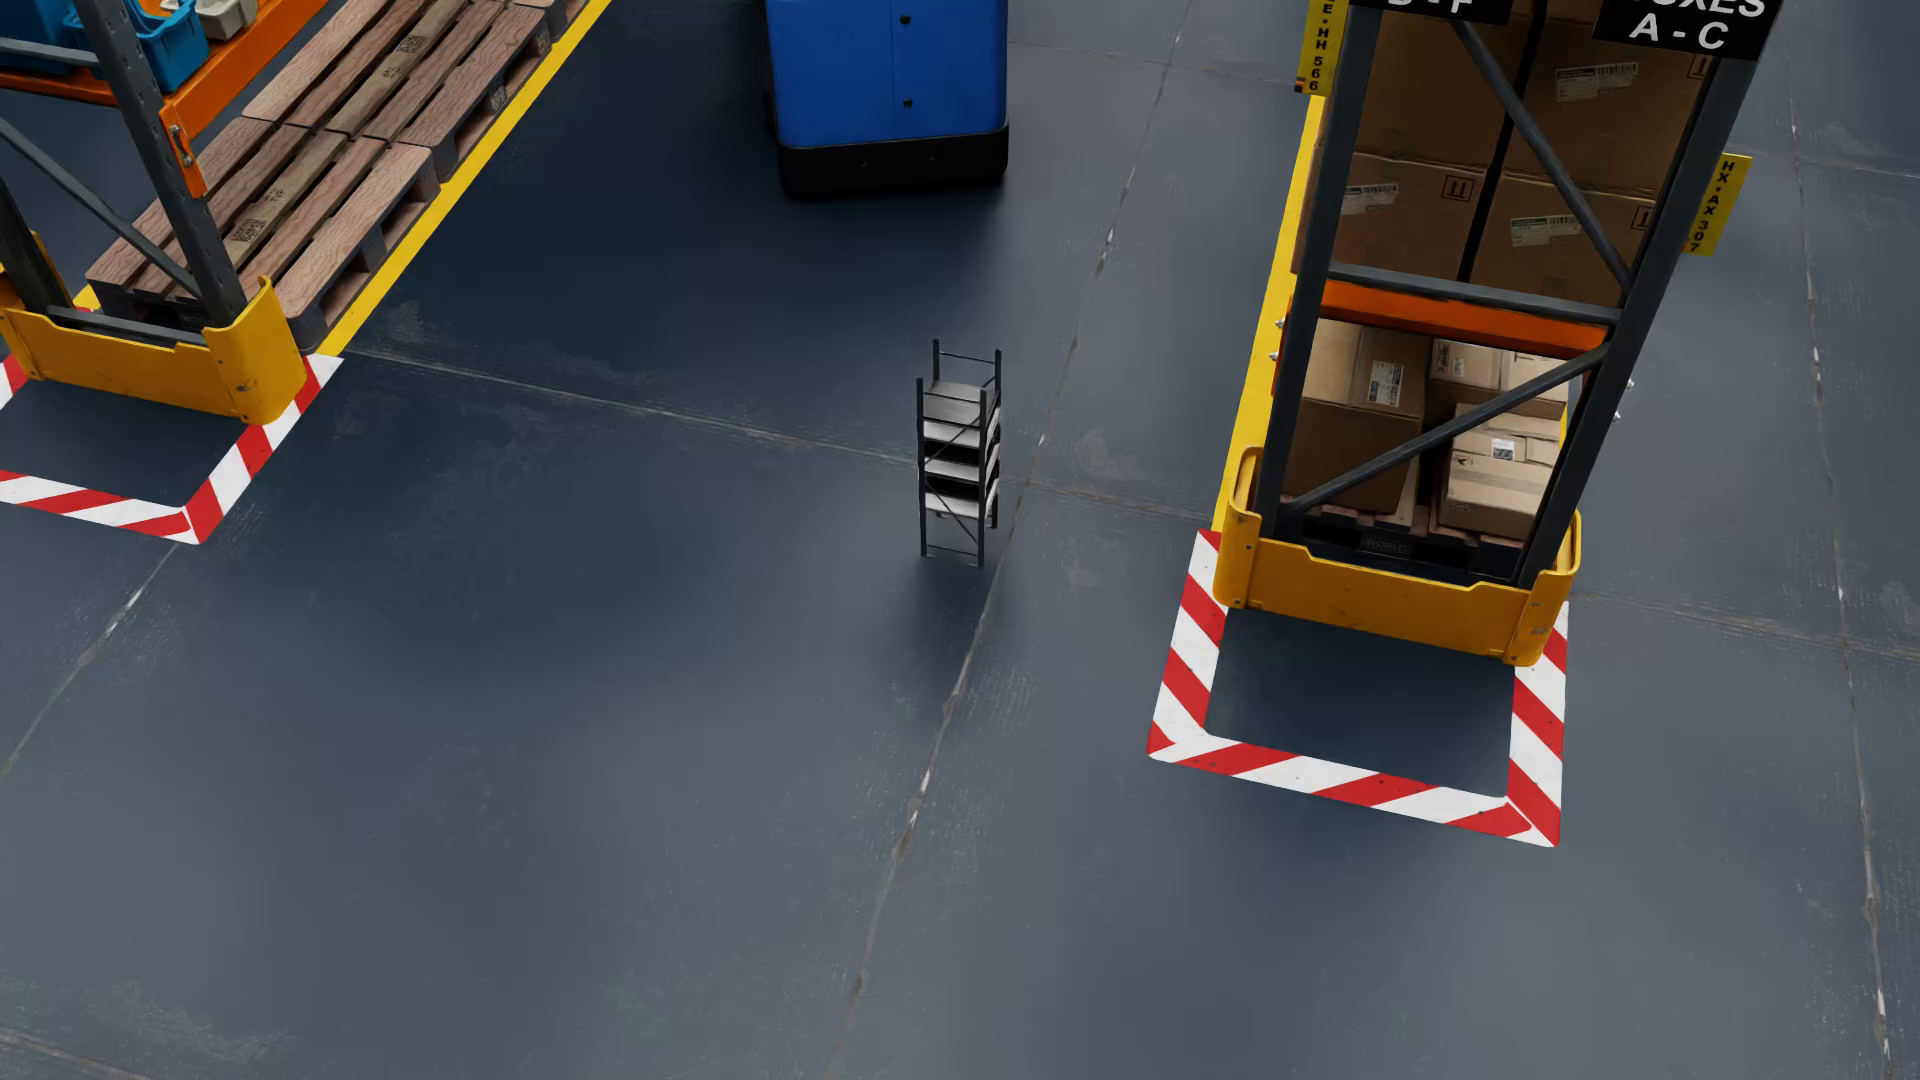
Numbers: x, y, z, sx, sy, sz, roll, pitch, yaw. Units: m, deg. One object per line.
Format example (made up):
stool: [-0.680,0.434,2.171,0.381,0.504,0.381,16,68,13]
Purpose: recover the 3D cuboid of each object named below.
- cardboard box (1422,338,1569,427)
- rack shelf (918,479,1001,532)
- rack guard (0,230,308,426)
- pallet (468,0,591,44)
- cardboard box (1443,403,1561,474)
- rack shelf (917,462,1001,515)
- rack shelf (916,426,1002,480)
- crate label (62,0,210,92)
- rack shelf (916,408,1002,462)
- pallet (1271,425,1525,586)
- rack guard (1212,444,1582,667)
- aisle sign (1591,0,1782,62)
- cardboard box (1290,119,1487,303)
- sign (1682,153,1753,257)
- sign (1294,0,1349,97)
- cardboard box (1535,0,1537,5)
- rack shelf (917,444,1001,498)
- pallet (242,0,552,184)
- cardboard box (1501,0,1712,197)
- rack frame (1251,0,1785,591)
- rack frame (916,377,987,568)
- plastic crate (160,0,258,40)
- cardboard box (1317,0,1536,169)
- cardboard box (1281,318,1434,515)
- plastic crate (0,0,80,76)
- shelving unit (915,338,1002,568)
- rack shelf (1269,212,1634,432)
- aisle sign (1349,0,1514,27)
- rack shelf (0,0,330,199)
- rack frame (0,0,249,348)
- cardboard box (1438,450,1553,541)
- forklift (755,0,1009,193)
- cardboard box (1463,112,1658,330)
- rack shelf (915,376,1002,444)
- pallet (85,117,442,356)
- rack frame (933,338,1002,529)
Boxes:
cardboard box: [2.045,-0.653,6.366,0.500,0.250,0.500,12,50,10]
rack shelf: [-0.002,-0.151,6.067,0.258,0.077,0.200,12,50,10]
rack guard: [-3.275,-0.852,6.668,1.175,0.500,0.348,12,50,10]
pallet: [-2.384,-3.130,8.871,1.003,0.211,1.213,12,50,10]
cardboard box: [2.004,-0.342,6.148,0.380,0.166,0.250,12,50,10]
rack shelf: [-0.002,-0.210,6.000,0.258,0.077,0.200,12,50,10]
rack shelf: [-0.002,-0.329,5.865,0.258,0.077,0.200,12,50,10]
crate label: [-2.898,-1.777,5.889,0.416,0.233,0.303,12,50,10]
rack shelf: [-0.002,-0.389,5.797,0.258,0.077,0.200,12,50,10]
pallet: [1.726,-0.428,6.487,1.003,0.211,1.213,12,50,10]
rack guard: [1.517,0.054,5.869,1.175,0.500,0.348,12,50,10]
aisle sign: [1.762,-1.471,3.814,0.394,0.787,0.004,12,50,10]
cardboard box: [1.352,-1.129,5.179,0.500,0.500,0.500,13,50,11]
sign: [2.020,-0.898,4.465,0.100,0.325,0.005,12,50,10]
sign: [0.967,-1.330,4.440,0.100,0.325,0.005,12,50,10]
cardboard box: [1.998,-1.731,5.044,0.500,0.500,0.500,12,50,10]
rack shelf: [-0.002,-0.270,5.932,0.258,0.077,0.200,12,50,10]
pallet: [-2.703,-2.245,8.090,1.003,0.211,1.213,12,50,10]
cardboard box: [1.868,-1.351,4.709,0.500,0.500,0.500,13,50,11]
rack frame: [1.497,-0.719,4.884,1.000,3.000,0.127,12,50,10]
rack frame: [-0.029,-0.218,5.843,0.240,0.900,0.006,12,50,10]
plastic crate: [-2.734,-1.961,6.116,0.250,0.136,0.298,12,50,10]
cardboard box: [1.349,-1.459,4.803,0.500,0.500,0.500,11,50,10]
cardboard box: [1.402,-0.479,6.046,0.500,0.500,0.500,12,50,10]
plastic crate: [-3.373,-2.009,5.959,0.616,0.435,0.499,12,50,10]
shelving unit: [-0.002,-0.292,5.907,0.258,0.900,0.210,12,50,10]
rack shelf: [2.023,-1.927,6.430,1.077,0.370,4.000,12,50,10]
aisle sign: [1.183,-1.590,3.919,0.394,0.787,0.004,12,50,10]
rack shelf: [-2.755,-2.907,7.295,1.077,0.370,4.000,12,50,10]
rack frame: [-3.281,-1.699,5.749,1.000,3.000,0.127,12,50,10]
cardboard box: [1.939,-0.156,5.995,0.380,0.149,0.250,12,50,10]
forklift: [-0.491,-3.664,7.529,1.130,2.935,3.031,-6,49,-5]
cardboard box: [1.868,-1.021,5.083,0.500,0.500,0.500,13,50,11]
rack shelf: [-0.002,-0.449,5.730,0.258,0.077,0.200,12,50,10]
pallet: [-3.026,-1.365,7.314,1.003,0.211,1.213,12,50,10]
rack frame: [0.025,-0.365,5.972,0.240,0.900,0.006,12,50,10]
